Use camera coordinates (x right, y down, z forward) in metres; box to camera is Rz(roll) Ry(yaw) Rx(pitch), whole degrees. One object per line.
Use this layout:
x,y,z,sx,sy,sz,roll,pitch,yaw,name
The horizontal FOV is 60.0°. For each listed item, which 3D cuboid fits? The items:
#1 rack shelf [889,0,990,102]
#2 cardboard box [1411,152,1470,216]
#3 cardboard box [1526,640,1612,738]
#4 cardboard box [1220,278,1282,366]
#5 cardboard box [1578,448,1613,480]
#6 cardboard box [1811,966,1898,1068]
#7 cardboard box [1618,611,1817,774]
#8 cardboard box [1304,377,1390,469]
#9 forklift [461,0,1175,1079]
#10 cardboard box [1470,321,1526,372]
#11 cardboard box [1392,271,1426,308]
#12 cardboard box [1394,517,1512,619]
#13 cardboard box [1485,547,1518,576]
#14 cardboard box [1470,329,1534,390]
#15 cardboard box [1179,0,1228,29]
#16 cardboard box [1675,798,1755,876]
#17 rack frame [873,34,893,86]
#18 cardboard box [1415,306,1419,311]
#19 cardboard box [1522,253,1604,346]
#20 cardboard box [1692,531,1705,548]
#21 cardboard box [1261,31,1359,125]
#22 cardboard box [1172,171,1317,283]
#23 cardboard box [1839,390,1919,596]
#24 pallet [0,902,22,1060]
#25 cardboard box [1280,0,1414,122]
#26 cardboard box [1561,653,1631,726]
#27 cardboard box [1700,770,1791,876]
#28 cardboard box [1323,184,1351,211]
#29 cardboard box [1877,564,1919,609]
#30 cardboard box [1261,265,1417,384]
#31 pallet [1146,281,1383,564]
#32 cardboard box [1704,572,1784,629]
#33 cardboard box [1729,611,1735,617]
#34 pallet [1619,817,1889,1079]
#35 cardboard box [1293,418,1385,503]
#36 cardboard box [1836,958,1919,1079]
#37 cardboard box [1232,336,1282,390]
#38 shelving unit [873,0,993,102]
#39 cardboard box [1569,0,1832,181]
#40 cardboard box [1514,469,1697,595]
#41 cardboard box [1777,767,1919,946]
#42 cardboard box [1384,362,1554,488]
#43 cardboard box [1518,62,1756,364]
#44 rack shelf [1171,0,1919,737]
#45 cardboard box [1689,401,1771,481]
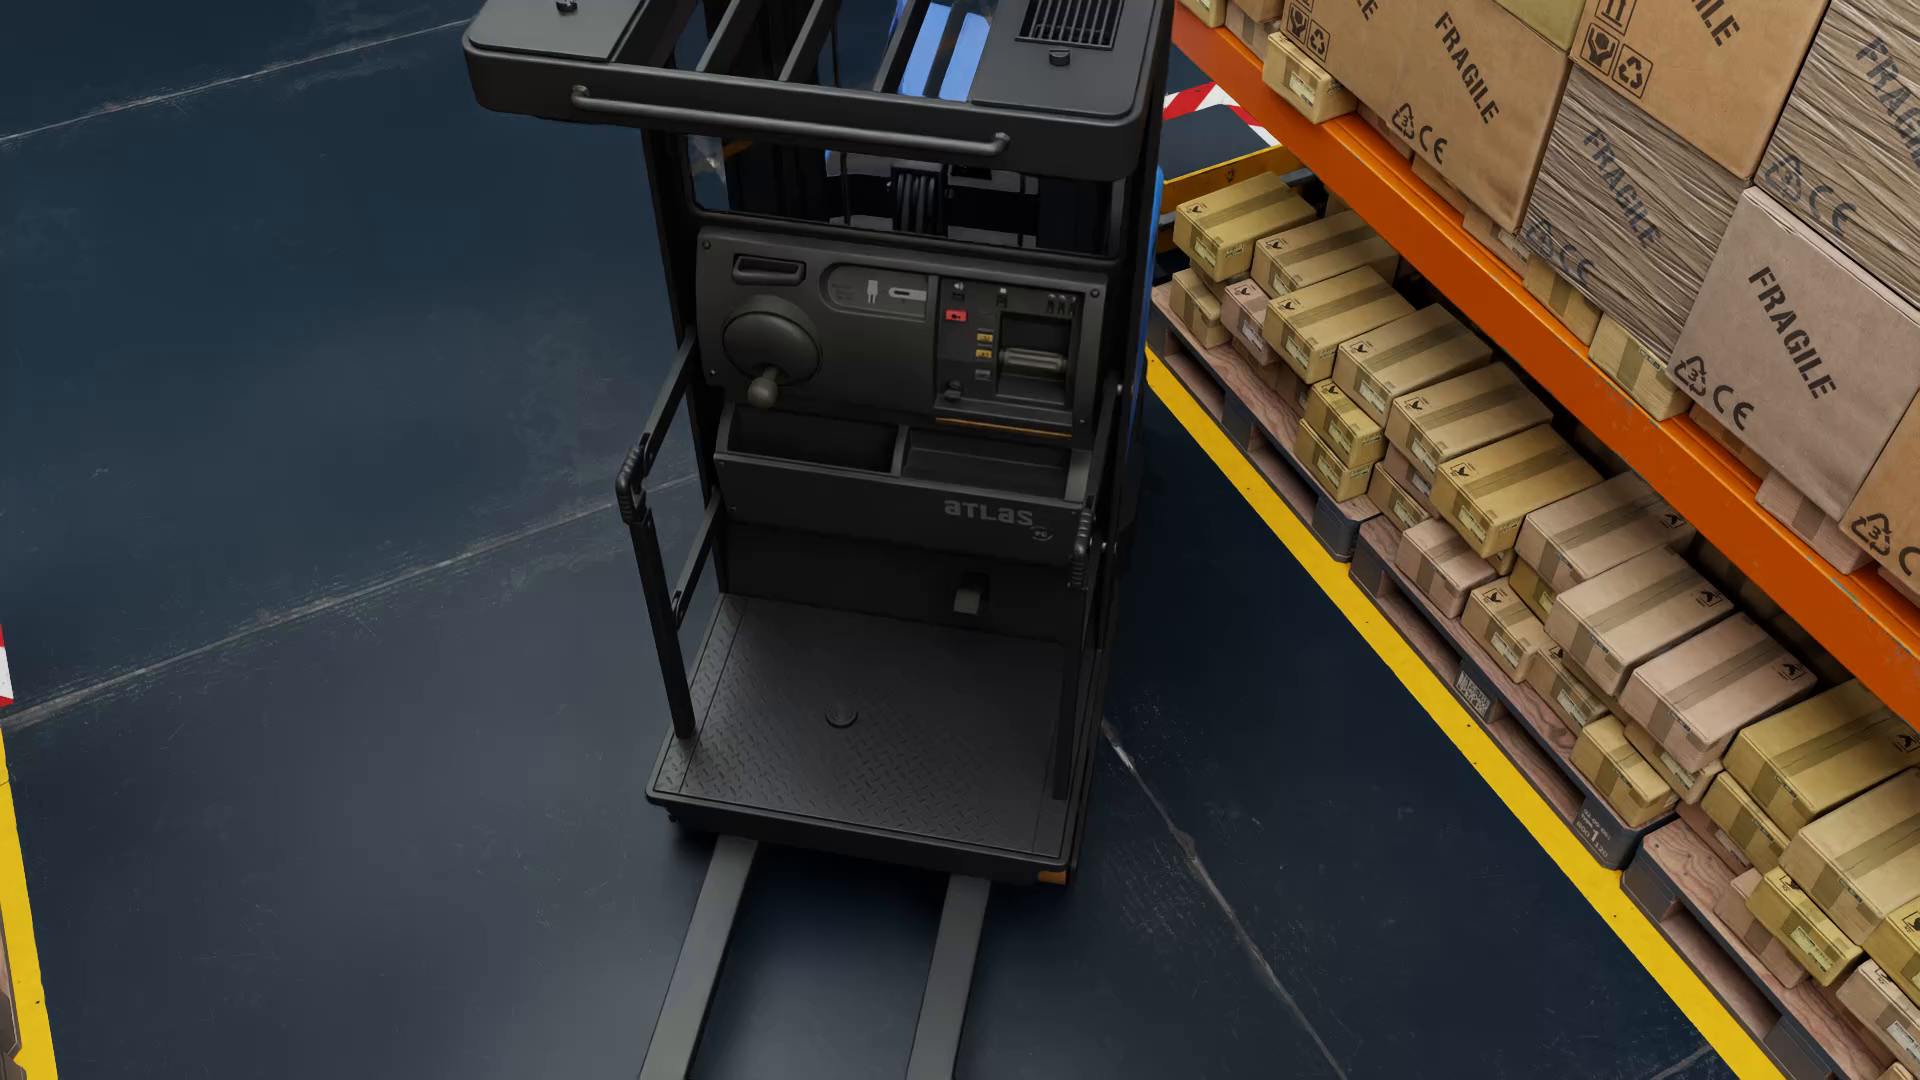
0.022,-1.490,5.723,0.538,0.185,1.000,11,47,-13,rack shelf
1.406,-1.002,4.300,0.380,0.149,0.250,-22,52,-18,cardboard box
1.793,0.357,4.560,0.380,0.149,0.250,-20,52,-17,cardboard box
1.065,-0.741,5.323,0.380,0.149,0.250,-21,52,-18,cardboard box
2.062,-0.260,4.902,0.380,0.149,0.250,-19,51,-16,cardboard box
2.281,1.045,3.959,0.380,0.149,0.250,-20,52,-17,cardboard box
1.886,0.377,4.148,0.380,0.149,0.250,-24,53,-19,cardboard box
1.276,-0.398,5.023,0.380,0.149,0.250,-20,52,-16,cardboard box
-0.180,-0.358,3.616,1.130,2.935,3.031,8,49,7,forklift
1.803,-0.701,5.090,0.380,0.149,0.250,-23,53,-19,cardboard box
1.545,-0.934,5.492,0.380,0.149,0.250,-22,52,-18,cardboard box
1.503,0.030,4.846,0.380,0.149,0.250,-24,53,-19,cardboard box
1.643,-0.086,4.750,0.380,0.149,0.250,-19,51,-16,cardboard box
1.744,-0.565,5.169,0.380,0.149,0.250,-22,52,-18,cardboard box
0.835,-1.673,4.887,0.380,0.149,0.250,-22,52,-18,cardboard box
2.091,0.672,4.285,0.380,0.149,0.250,-22,52,-18,cardboard box
0.068,-1.987,5.929,0.500,1.500,0.032,11,47,-13,rack frame
1.612,-0.867,5.631,0.380,0.149,0.250,-20,52,-16,cardboard box
1.594,-0.646,3.989,0.380,0.149,0.250,-19,52,-16,cardboard box
2.143,-0.160,4.617,0.380,0.149,0.250,-21,52,-17,cardboard box
1.064,-1.318,4.577,0.380,0.149,0.250,-23,53,-19,cardboard box
0.916,-1.013,5.363,0.380,0.149,0.250,-23,53,-19,cardboard box
2.099,-0.113,3.092,0.500,0.500,0.500,-23,53,-19,cardboard box
-3.043,0.982,4.251,1.003,0.211,1.213,-21,52,-18,pallet
1.205,-1.471,4.280,0.500,0.500,0.500,-21,52,-17,cardboard box
1.842,0.291,4.420,0.380,0.149,0.250,-23,53,-19,cardboard box
2.081,0.641,4.114,0.380,0.149,0.250,-21,52,-17,cardboard box
1.446,-1.214,5.538,0.380,0.149,0.250,-21,52,-17,cardboard box
2.129,0.034,3.395,0.380,0.149,0.250,-23,53,-19,cardboard box
1.150,-0.657,5.052,0.380,0.149,0.250,-21,52,-18,cardboard box
1.353,-0.560,5.600,1.003,0.211,1.213,-21,52,-18,pallet
2.303,0.088,4.598,0.380,0.149,0.250,-22,52,-18,cardboard box
2.298,0.184,4.712,0.380,0.149,0.250,-22,53,-18,cardboard box
2.470,1.073,4.171,1.003,0.211,1.213,-21,52,-18,pallet
1.265,-0.304,5.138,0.380,0.149,0.250,-21,52,-17,cardboard box
2.247,1.016,3.786,0.380,0.149,0.250,-23,53,-19,cardboard box
1.126,-0.677,5.464,0.380,0.149,0.250,-21,52,-18,cardboard box
0.074,-1.604,5.594,0.538,1.500,1.048,11,47,-13,shelving unit
1.638,-1.122,3.310,0.500,0.500,0.500,-23,53,-19,cardboard box
1.736,-0.004,4.480,0.380,0.149,0.250,-21,52,-17,cardboard box
2.142,0.727,3.842,0.380,0.149,0.250,-22,52,-18,cardboard box
1.456,-0.331,4.766,0.380,0.149,0.250,-19,52,-16,cardboard box
1.657,-0.800,3.693,0.500,0.500,0.500,-22,53,-18,cardboard box
1.893,-0.510,4.181,1.077,0.370,4.000,-21,52,-18,rack shelf
1.870,-0.311,3.696,0.380,0.149,0.250,-22,52,-18,cardboard box
